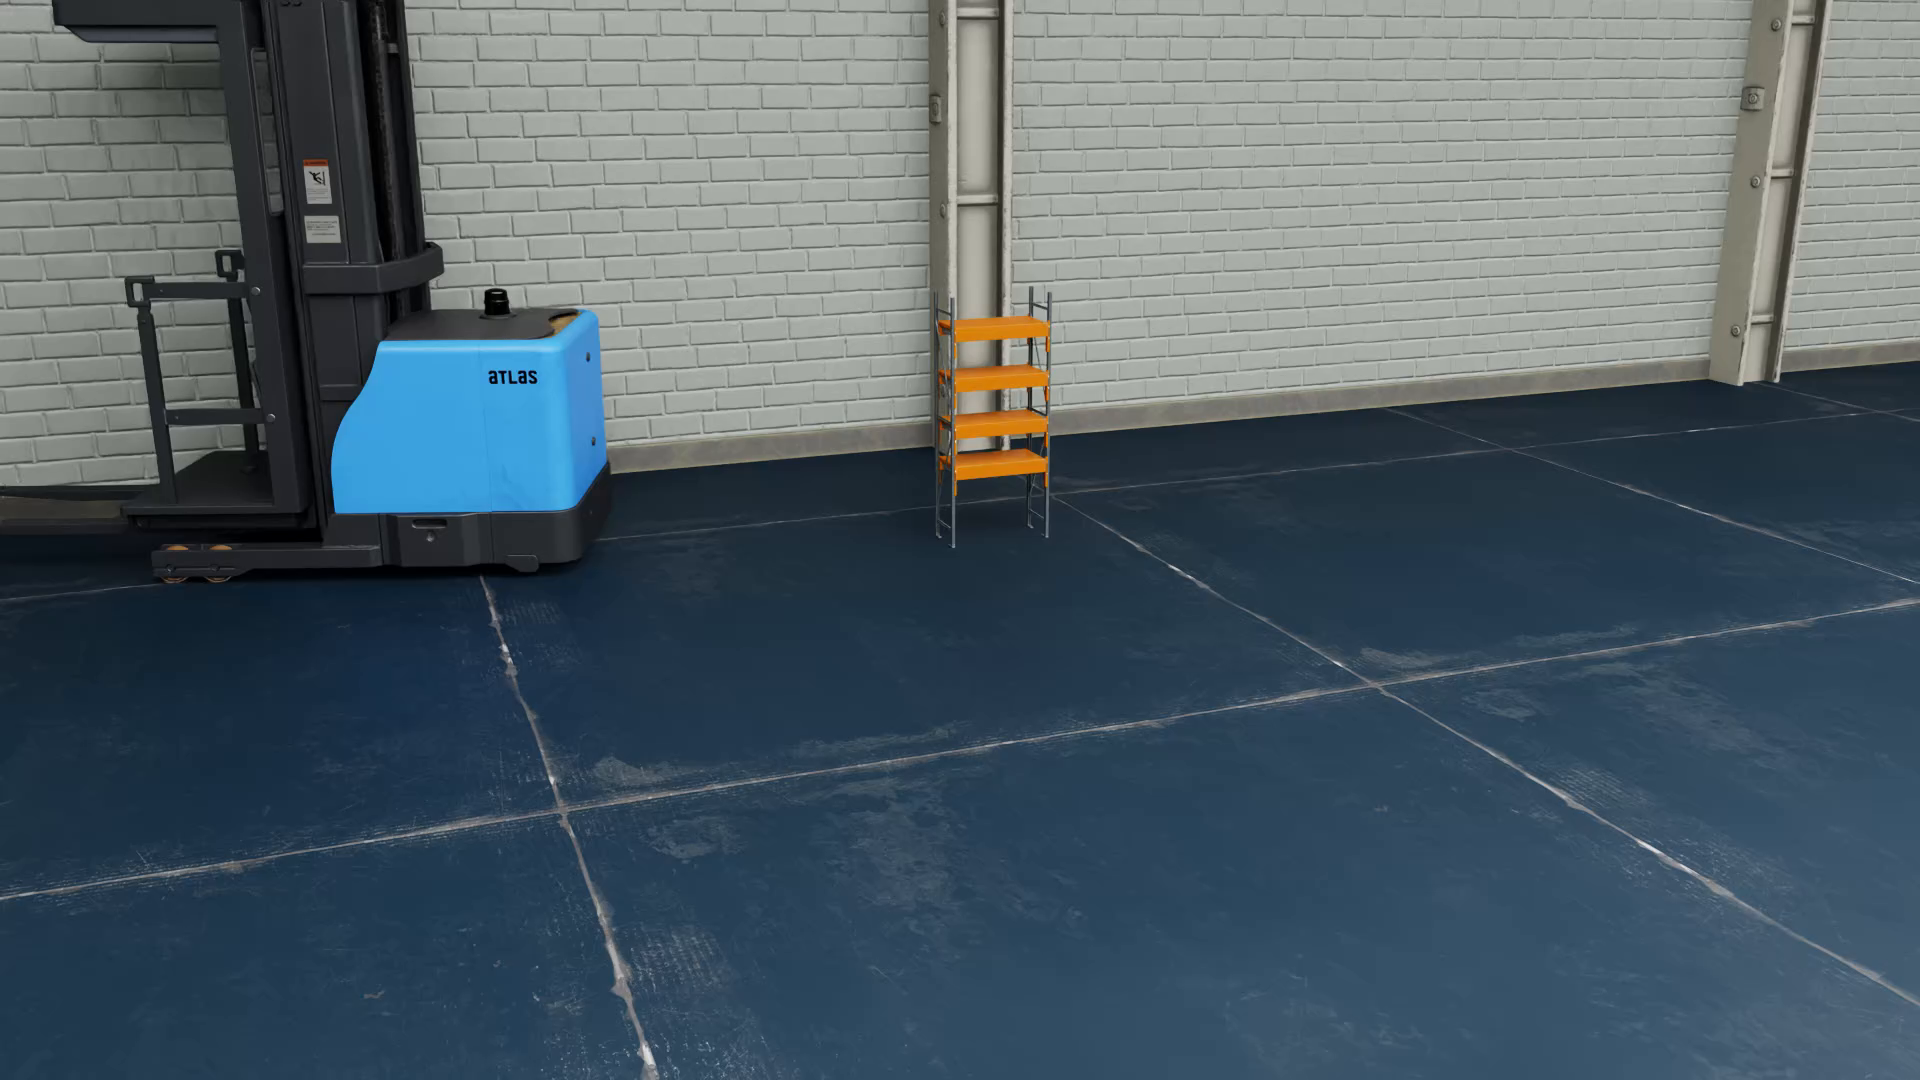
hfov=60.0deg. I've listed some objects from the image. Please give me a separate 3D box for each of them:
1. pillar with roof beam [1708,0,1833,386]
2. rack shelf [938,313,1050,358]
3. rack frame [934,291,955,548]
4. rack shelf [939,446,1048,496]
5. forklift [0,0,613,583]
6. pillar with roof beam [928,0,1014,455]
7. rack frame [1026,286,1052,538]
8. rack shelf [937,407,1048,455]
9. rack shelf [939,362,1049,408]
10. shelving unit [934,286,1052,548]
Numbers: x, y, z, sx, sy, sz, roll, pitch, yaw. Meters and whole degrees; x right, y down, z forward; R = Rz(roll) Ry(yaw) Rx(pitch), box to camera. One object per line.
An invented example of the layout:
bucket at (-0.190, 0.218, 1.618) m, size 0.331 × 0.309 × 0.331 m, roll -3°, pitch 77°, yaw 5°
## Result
pillar with roof beam at (7.205, -4.344, 6.919) m, size 0.400 × 9.000 × 9.100 m, roll -6°, pitch 17°, yaw -20°
rack shelf at (0.155, -0.969, 7.875) m, size 0.480 × 0.148 × 0.258 m, roll -6°, pitch 17°, yaw -20°
rack frame at (-0.073, -0.568, 7.902) m, size 0.015 × 1.200 × 0.240 m, roll -6°, pitch 17°, yaw -20°
rack shelf at (0.155, -0.337, 8.061) m, size 0.480 × 0.148 × 0.258 m, roll -6°, pitch 17°, yaw -20°
forklift at (-3.253, -1.365, 7.544) m, size 3.031 × 2.935 × 1.130 m, roll -1°, pitch 16°, yaw -2°
pillar with roof beam at (1.602, -3.739, 4.859) m, size 0.400 × 9.000 × 9.100 m, roll -6°, pitch 17°, yaw -20°
rack frame at (0.382, -0.617, 8.070) m, size 0.015 × 1.200 × 0.240 m, roll -6°, pitch 17°, yaw -20°
rack shelf at (0.155, -0.528, 8.005) m, size 0.480 × 0.148 × 0.258 m, roll -6°, pitch 17°, yaw -20°
rack shelf at (0.155, -0.742, 7.942) m, size 0.480 × 0.148 × 0.258 m, roll -6°, pitch 17°, yaw -20°
shelving unit at (0.155, -0.592, 7.986) m, size 0.503 × 1.200 × 0.258 m, roll -6°, pitch 17°, yaw -20°
